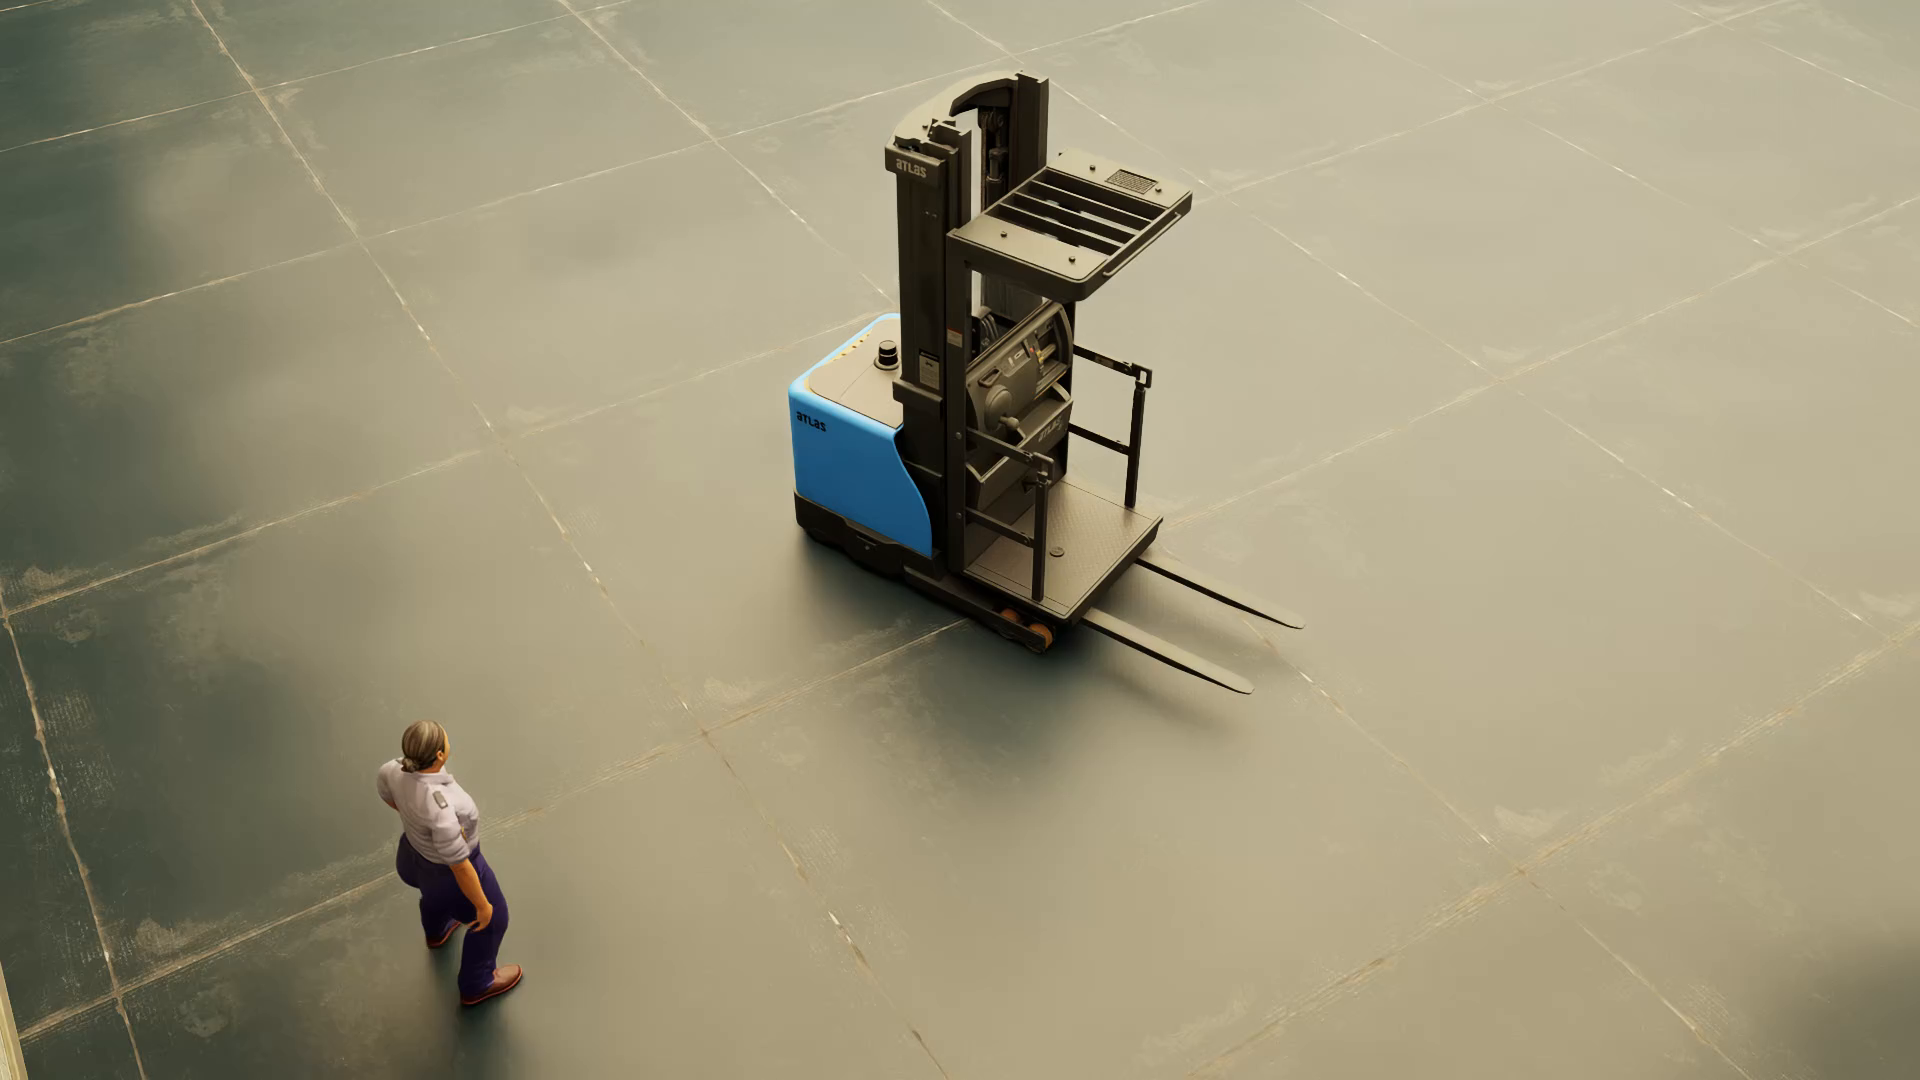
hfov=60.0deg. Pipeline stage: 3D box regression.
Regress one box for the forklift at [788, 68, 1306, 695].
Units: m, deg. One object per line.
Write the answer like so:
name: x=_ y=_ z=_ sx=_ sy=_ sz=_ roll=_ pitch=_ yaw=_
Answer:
forklift: x=0.496 y=-0.872 z=8.869 sx=3.031 sy=2.935 sz=1.130 roll=25 pitch=47 yaw=26

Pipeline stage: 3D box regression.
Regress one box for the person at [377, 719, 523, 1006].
person: x=-2.261 y=1.385 z=7.283 sx=0.757 sy=1.626 sz=0.379 roll=31 pitch=50 yaw=30
